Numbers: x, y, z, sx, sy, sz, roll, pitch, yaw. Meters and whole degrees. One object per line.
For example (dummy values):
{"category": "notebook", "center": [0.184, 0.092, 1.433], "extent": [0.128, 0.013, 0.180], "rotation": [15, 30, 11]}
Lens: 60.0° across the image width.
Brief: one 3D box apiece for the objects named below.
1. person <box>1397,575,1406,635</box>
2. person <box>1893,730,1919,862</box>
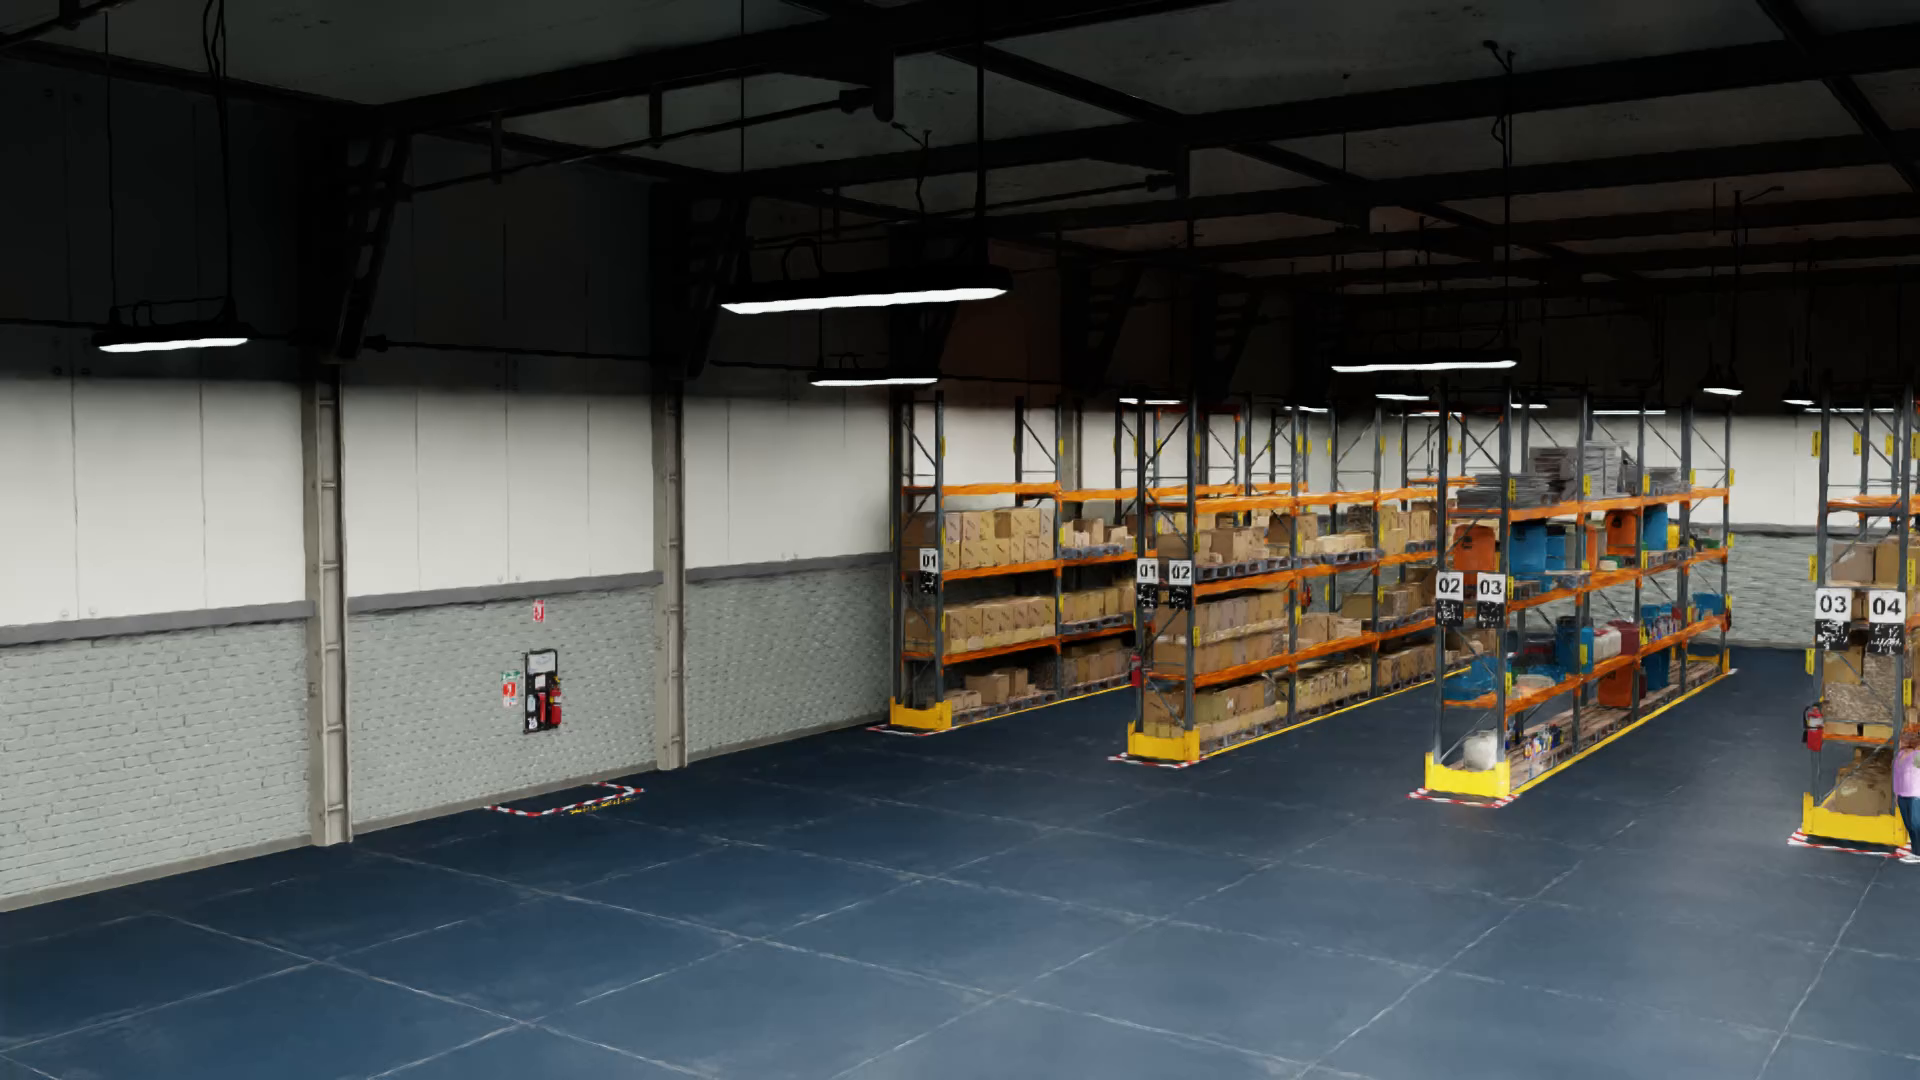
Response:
{"category": "person", "center": [10.974, 1.763, 41.353], "extent": [0.633, 1.792, 0.402], "rotation": [-3, 4, -41]}
{"category": "person", "center": [11.490, 3.084, 19.966], "extent": [0.418, 1.589, 0.537], "rotation": [0, 3, -9]}
